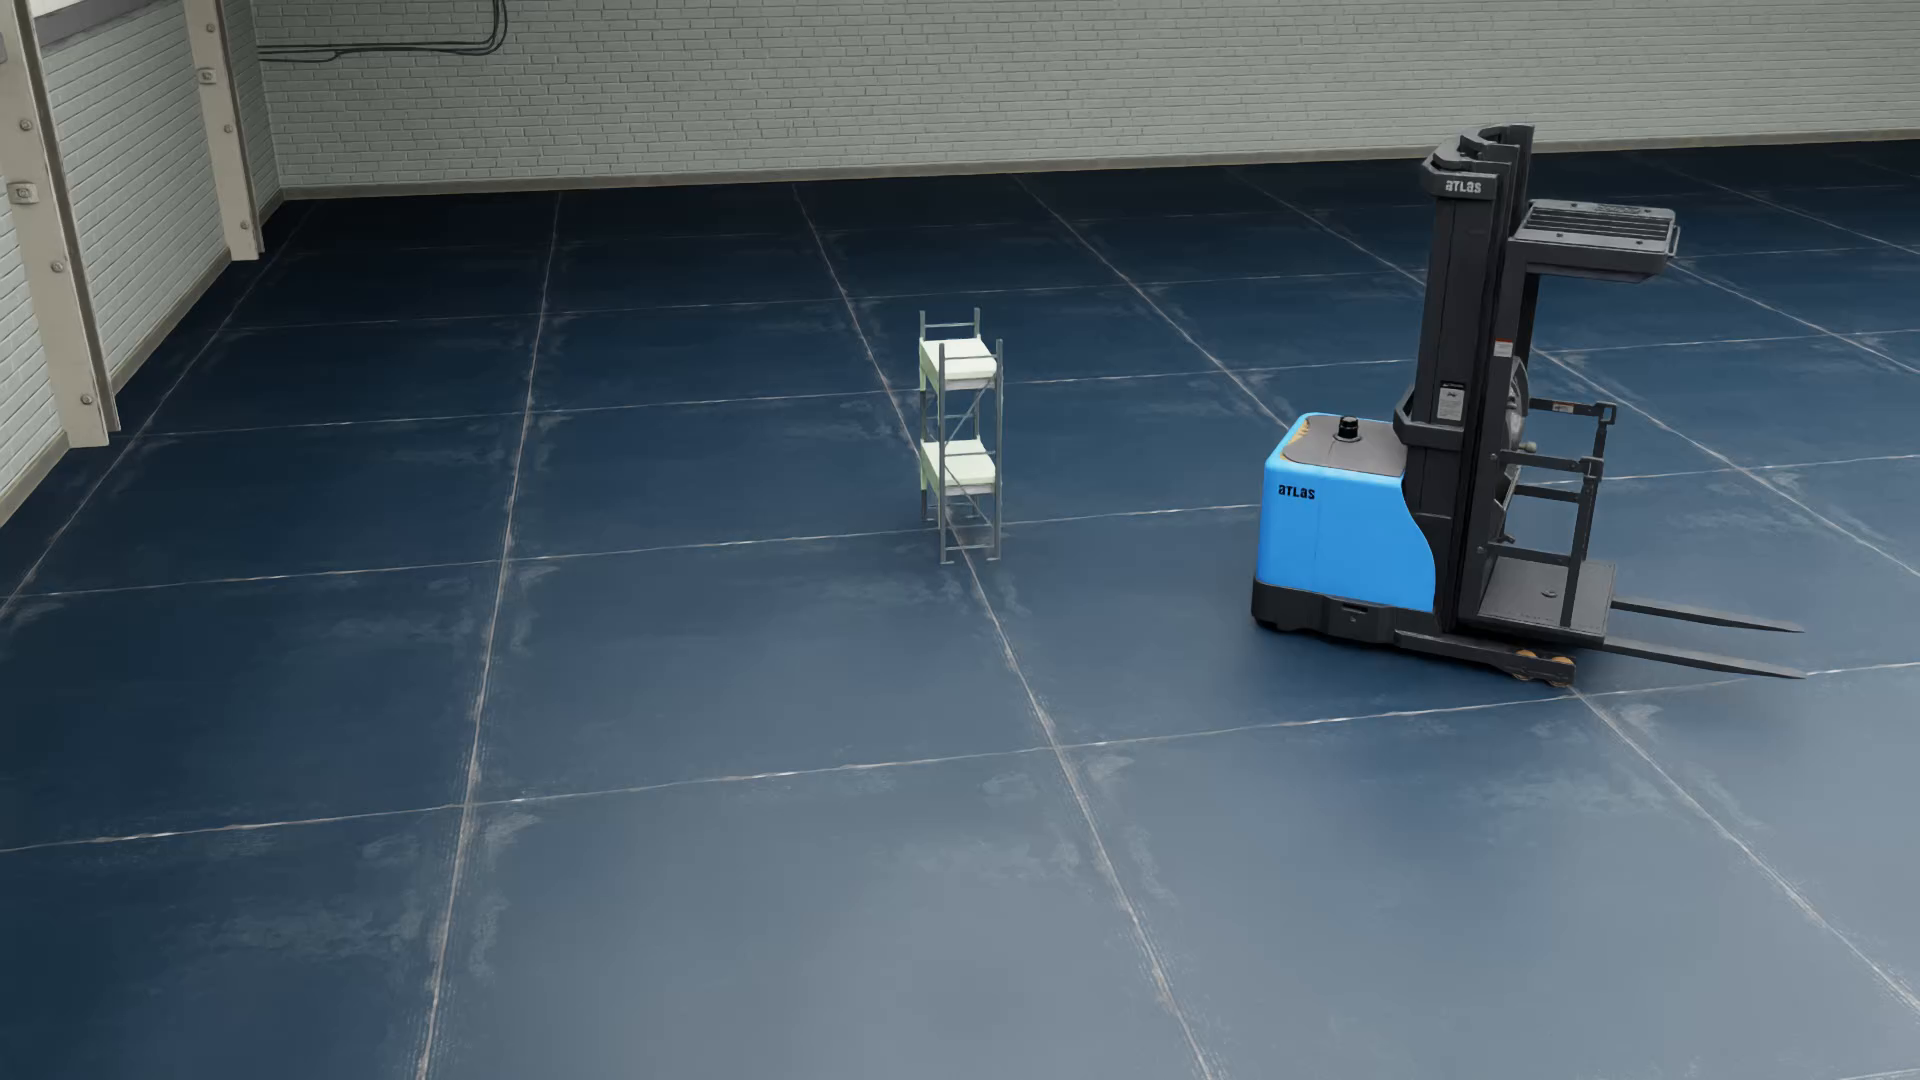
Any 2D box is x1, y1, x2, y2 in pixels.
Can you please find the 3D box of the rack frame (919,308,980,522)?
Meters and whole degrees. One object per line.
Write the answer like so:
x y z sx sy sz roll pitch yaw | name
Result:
-0.069 -0.834 11.285 0.400 1.500 0.023 -4 24 -10 | rack frame

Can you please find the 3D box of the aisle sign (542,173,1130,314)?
-1.720 -3.628 19.556 6.000 0.001 6.000 -4 24 -10 | aisle sign

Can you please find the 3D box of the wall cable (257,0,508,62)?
-7.171 -7.118 20.184 3.097 2.526 0.112 -4 24 -10 | wall cable

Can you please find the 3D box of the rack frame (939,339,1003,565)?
0.066 -0.546 10.626 0.400 1.500 0.023 -4 24 -10 | rack frame

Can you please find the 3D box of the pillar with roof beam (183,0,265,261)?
5.855 -2.236 5.064 22.890 9.050 30.400 -4 24 -10 | pillar with roof beam

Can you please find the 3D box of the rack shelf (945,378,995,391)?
-0.001 -1.113 10.771 0.332 0.071 0.664 -4 24 -10 | rack shelf

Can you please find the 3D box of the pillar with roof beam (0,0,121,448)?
-2.585 -5.243 12.011 9.100 9.000 0.400 -4 24 -10 | pillar with roof beam
